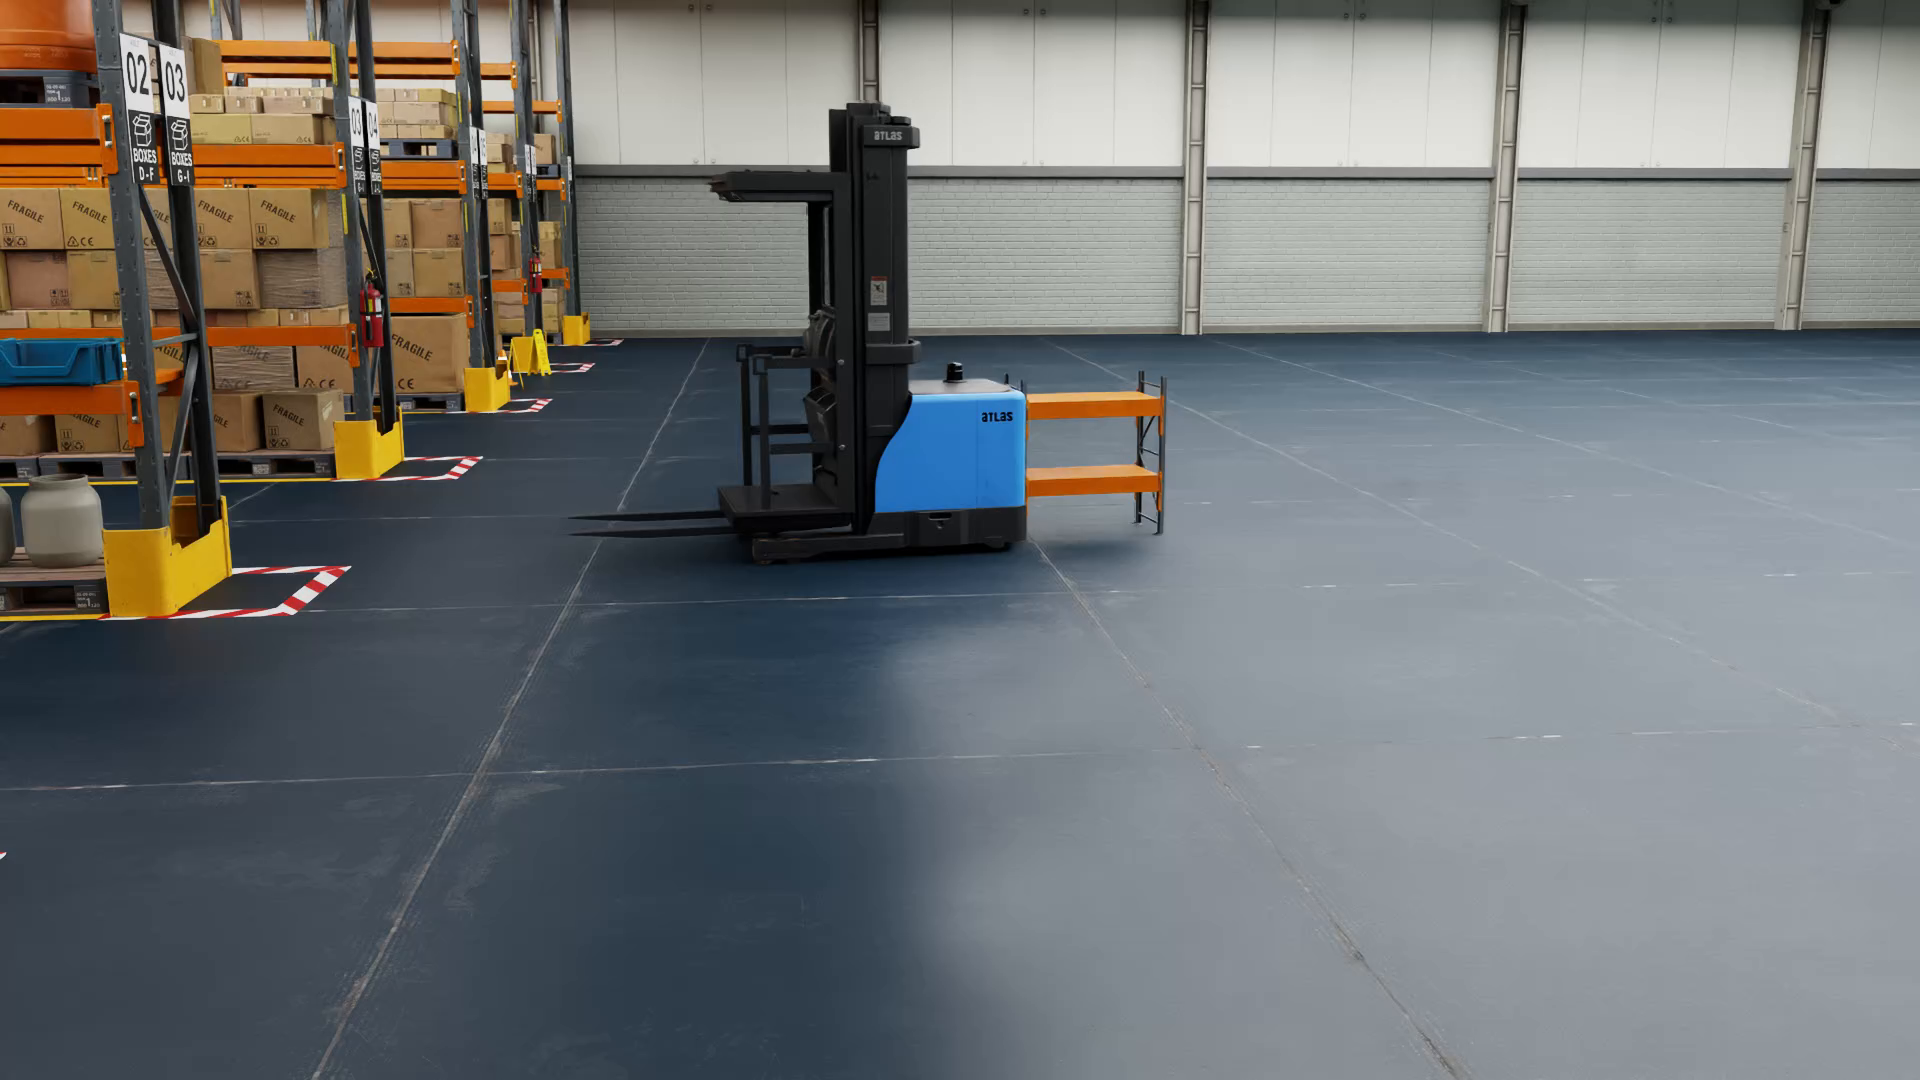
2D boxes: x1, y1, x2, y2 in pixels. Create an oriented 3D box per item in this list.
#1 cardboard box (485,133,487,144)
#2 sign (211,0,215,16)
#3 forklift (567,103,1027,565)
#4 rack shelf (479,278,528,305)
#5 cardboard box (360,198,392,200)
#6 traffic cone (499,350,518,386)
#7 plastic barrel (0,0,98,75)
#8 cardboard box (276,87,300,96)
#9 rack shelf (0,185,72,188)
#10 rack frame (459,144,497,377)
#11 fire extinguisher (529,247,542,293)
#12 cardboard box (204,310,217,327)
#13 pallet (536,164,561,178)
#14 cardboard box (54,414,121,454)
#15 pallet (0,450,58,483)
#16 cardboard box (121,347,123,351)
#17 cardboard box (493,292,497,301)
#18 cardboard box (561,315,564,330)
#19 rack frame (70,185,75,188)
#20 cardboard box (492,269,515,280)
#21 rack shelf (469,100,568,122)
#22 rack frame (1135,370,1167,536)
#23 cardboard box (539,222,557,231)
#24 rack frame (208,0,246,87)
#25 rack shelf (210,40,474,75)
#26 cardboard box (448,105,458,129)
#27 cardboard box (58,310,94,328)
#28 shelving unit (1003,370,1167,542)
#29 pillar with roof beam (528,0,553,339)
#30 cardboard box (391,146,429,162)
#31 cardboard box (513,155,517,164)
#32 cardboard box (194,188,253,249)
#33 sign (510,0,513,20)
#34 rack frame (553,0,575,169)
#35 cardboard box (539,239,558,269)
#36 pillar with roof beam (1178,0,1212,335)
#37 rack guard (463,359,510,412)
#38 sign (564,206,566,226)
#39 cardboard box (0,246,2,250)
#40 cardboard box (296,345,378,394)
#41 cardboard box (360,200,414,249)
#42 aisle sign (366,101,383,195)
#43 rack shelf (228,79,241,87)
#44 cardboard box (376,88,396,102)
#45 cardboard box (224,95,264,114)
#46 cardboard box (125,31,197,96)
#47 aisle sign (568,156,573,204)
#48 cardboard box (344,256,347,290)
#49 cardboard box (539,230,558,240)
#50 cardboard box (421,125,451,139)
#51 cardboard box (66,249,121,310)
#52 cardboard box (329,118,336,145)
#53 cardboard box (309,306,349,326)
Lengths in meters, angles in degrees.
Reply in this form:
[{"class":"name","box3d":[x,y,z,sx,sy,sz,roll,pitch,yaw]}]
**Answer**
[{"class":"cardboard box","box3d":[-6.816,-5.686,23.592,0.250,0.149,0.380,-1,11,-5]},{"class":"sign","box3d":[-10.162,-7.298,22.599,0.005,0.325,0.100,-1,11,-6]},{"class":"forklift","box3d":[-1.120,-1.390,11.109,3.031,2.935,1.130,-3,11,-14]},{"class":"rack shelf","box3d":[-8.239,-3.613,24.106,4.000,0.370,1.077,-1,11,-6]},{"class":"cardboard box","box3d":[-8.246,-4.618,23.728,0.500,0.500,0.700,-1,11,-6]},{"class":"traffic cone","box3d":[-6.081,-2.301,22.142,0.334,0.463,0.336,-1,11,-6]},{"class":"plastic barrel","box3d":[-5.115,-3.012,9.203,0.708,0.830,0.600,-1,11,-6]},{"class":"cardboard box","box3d":[-7.430,-4.952,18.510,0.250,0.149,0.380,-1,11,-6]},{"class":"rack shelf","box3d":[-16.732,-5.870,27.810,4.000,0.370,1.077,-1,11,-6]},{"class":"rack frame","box3d":[-5.616,-3.061,19.430,0.127,3.000,1.000,-1,11,-6]},{"class":"fire extinguisher","box3d":[-6.087,-3.884,23.818,0.183,0.674,0.296,-1,11,-6]},{"class":"cardboard box","box3d":[-6.436,-1.919,14.274,0.250,0.149,0.380,-1,11,-6]},{"class":"pallet","box3d":[-7.496,-6.378,28.759,1.213,0.211,1.003,-1,11,-6]},{"class":"cardboard box","box3d":[-7.578,-1.046,14.572,0.500,0.500,0.500,-2,11,-11]},{"class":"pallet","box3d":[-8.493,-0.677,14.532,1.213,0.211,1.003,-1,11,-6]},{"class":"cardboard box","box3d":[-12.154,-2.799,23.824,0.625,0.372,0.950,-1,11,-4]},{"class":"cardboard box","box3d":[-8.222,-4.214,28.742,0.500,0.250,0.500,-1,11,-5]},{"class":"cardboard box","box3d":[-7.300,-3.844,29.453,0.500,0.250,0.500,-1,11,-6]},{"class":"rack frame","box3d":[-14.744,-4.793,28.242,0.127,3.000,1.000,-1,11,-6]},{"class":"cardboard box","box3d":[-6.599,-3.836,24.024,0.250,0.149,0.380,-1,11,-4]},{"class":"rack shelf","box3d":[-8.779,-7.313,28.407,4.000,0.370,1.077,-1,11,-6]},{"class":"rack frame","box3d":[1.370,-0.631,11.929,0.032,1.125,0.500,-3,11,-14]},{"class":"cardboard box","box3d":[-7.124,-5.425,28.745,0.250,0.149,0.380,-1,11,-6]},{"class":"rack frame","box3d":[-10.227,-6.868,23.246,0.127,3.000,1.000,-1,11,-6]},{"class":"rack shelf","box3d":[-7.604,-5.414,18.748,4.000,0.370,1.077,-1,11,-6]},{"class":"cardboard box","box3d":[-6.123,-4.899,19.276,0.500,0.250,0.500,-1,11,-6]},{"class":"cardboard box","box3d":[-7.421,-1.881,14.083,0.250,0.149,0.380,-1,11,-6]},{"class":"shelving unit","box3d":[0.876,-0.607,11.809,1.048,1.125,0.538,-3,11,-14]},{"class":"pillar with roof beam","box3d":[-7.115,-7.236,25.117,0.400,9.000,9.100,-1,11,-6]},{"class":"cardboard box","box3d":[-7.746,-5.468,23.516,0.500,0.250,0.500,-1,11,-4]},{"class":"cardboard box","box3d":[-7.581,-6.488,28.390,0.250,0.149,0.380,-2,11,-8]},{"class":"cardboard box","box3d":[-6.197,-2.723,14.088,0.500,0.500,0.500,-1,11,-6]},{"class":"sign","box3d":[-6.211,-7.381,23.020,0.005,0.325,0.100,-1,11,-6]},{"class":"rack frame","box3d":[-6.790,-7.903,28.511,0.127,3.000,1.000,-1,11,-6]},{"class":"cardboard box","box3d":[-7.251,-4.948,28.772,0.500,0.500,0.500,-1,11,-7]},{"class":"pillar with roof beam","box3d":[4.815,-7.486,26.389,0.548,9.000,9.100,-1,11,-6]},{"class":"rack guard","box3d":[-5.592,-1.835,19.674,0.348,0.500,1.175,-1,11,-6]},{"class":"sign","box3d":[-6.746,-5.540,28.424,0.005,0.325,0.100,-1,11,-6]},{"class":"cardboard box","box3d":[-8.185,-2.681,13.877,0.500,0.500,0.500,-1,11,-6]},{"class":"cardboard box","box3d":[-7.157,-2.179,19.363,0.875,0.875,0.875,-1,11,-7]},{"class":"cardboard box","box3d":[-6.526,-3.635,19.162,0.550,0.550,0.875,-1,11,-6]},{"class":"aisle sign","box3d":[-5.151,-3.442,14.630,0.004,0.787,0.394,-1,11,-6]},{"class":"rack shelf","box3d":[-12.216,-6.277,23.142,4.000,0.370,1.077,-1,11,-6]},{"class":"cardboard box","box3d":[-6.417,-4.973,18.619,0.250,0.149,0.380,-1,11,-5]},{"class":"cardboard box","box3d":[-5.954,-3.626,13.885,0.250,0.149,0.380,-2,11,-9]},{"class":"cardboard box","box3d":[-6.694,-3.939,13.794,0.500,0.500,0.500,-1,11,-6]},{"class":"aisle sign","box3d":[-6.693,-6.180,28.559,0.004,0.787,0.394,-1,11,-6]},{"class":"cardboard box","box3d":[-7.094,-3.115,19.316,0.550,0.550,0.875,-1,11,-6]},{"class":"cardboard box","box3d":[-7.105,-5.266,28.707,0.250,0.149,0.380,-1,11,-5]},{"class":"cardboard box","box3d":[-5.910,-4.593,18.749,0.250,0.149,0.380,-1,11,-6]},{"class":"cardboard box","box3d":[-7.214,-2.253,14.289,0.500,0.500,0.875,-1,11,-6]},{"class":"cardboard box","box3d":[-5.687,-3.545,14.507,0.500,0.250,0.500,-1,11,-4]},{"class":"cardboard box","box3d":[-5.442,-1.939,14.374,0.250,0.149,0.380,-1,11,-6]}]
